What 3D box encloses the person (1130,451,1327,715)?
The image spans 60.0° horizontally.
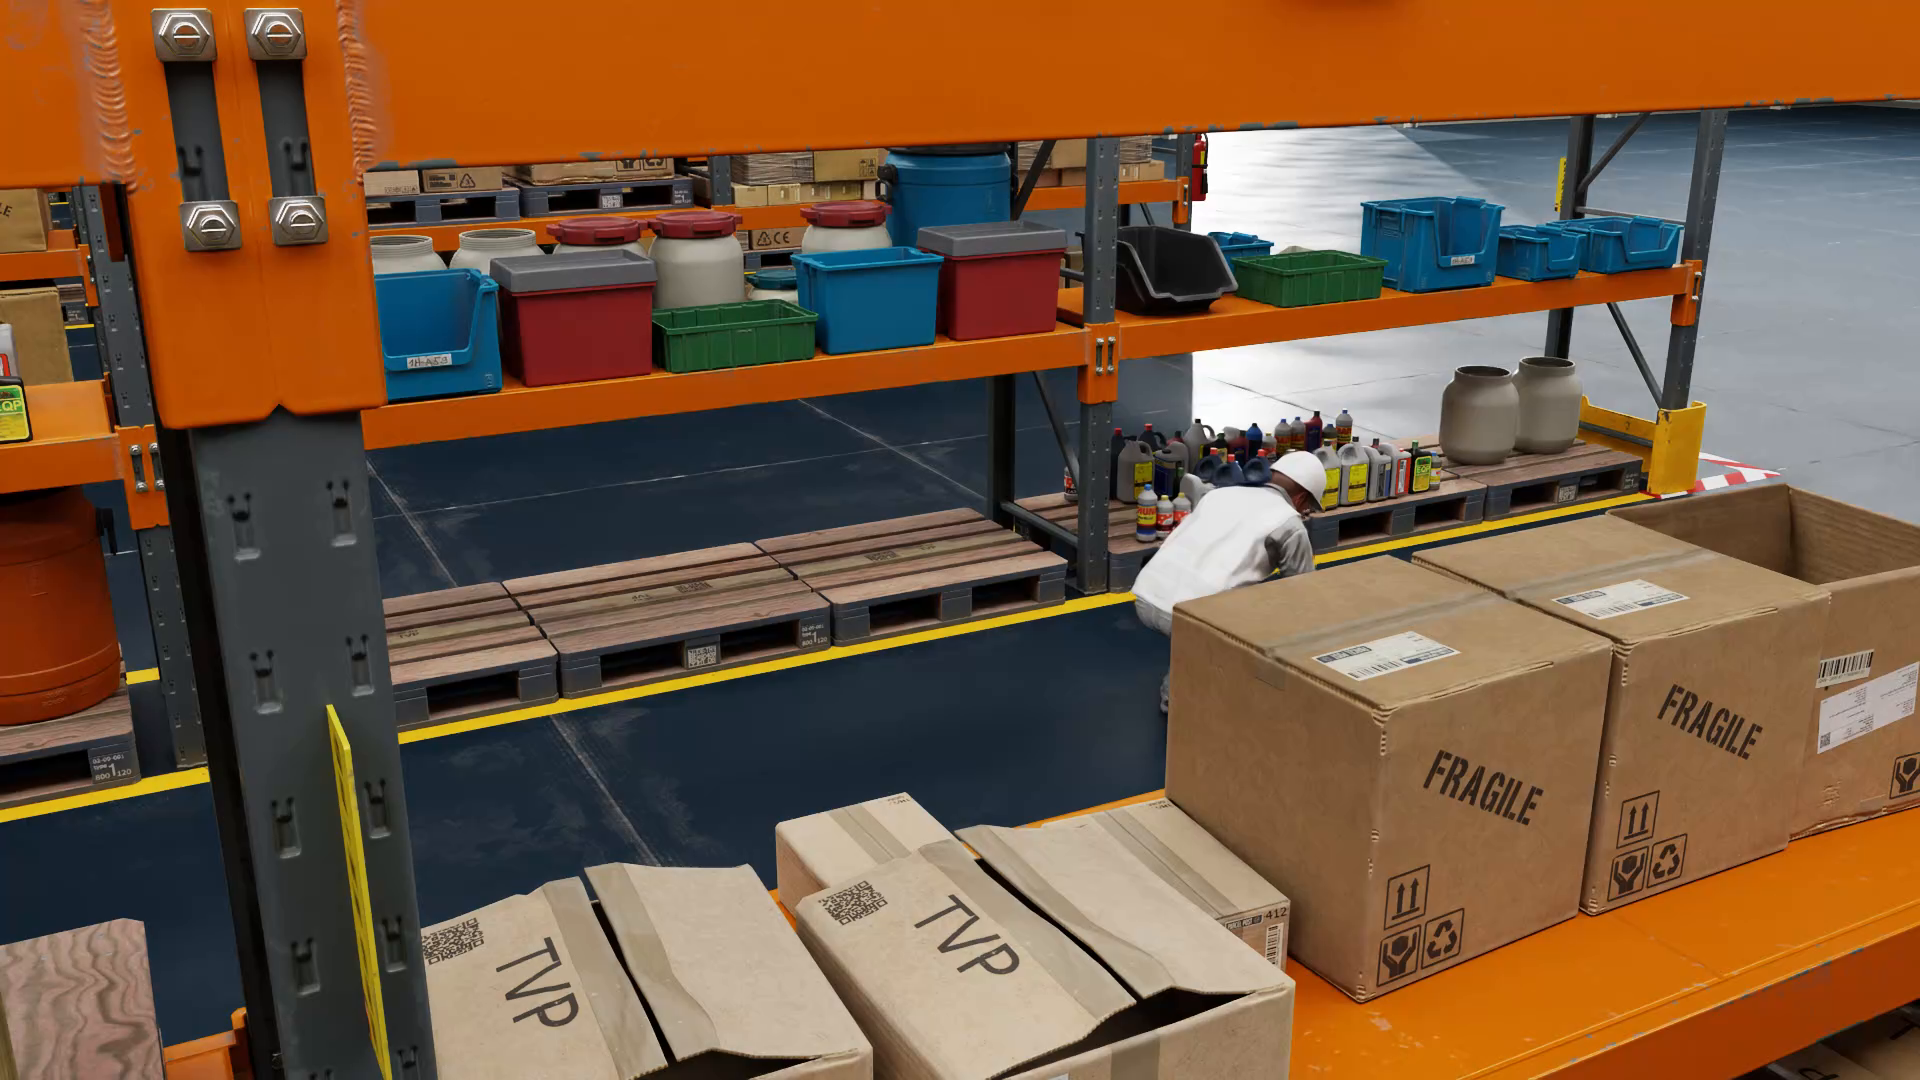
[{"bbox_3d":[1.087,0.201,6.594,0.872,1.034,0.534,-10,21,-27],"label":"person"}]
